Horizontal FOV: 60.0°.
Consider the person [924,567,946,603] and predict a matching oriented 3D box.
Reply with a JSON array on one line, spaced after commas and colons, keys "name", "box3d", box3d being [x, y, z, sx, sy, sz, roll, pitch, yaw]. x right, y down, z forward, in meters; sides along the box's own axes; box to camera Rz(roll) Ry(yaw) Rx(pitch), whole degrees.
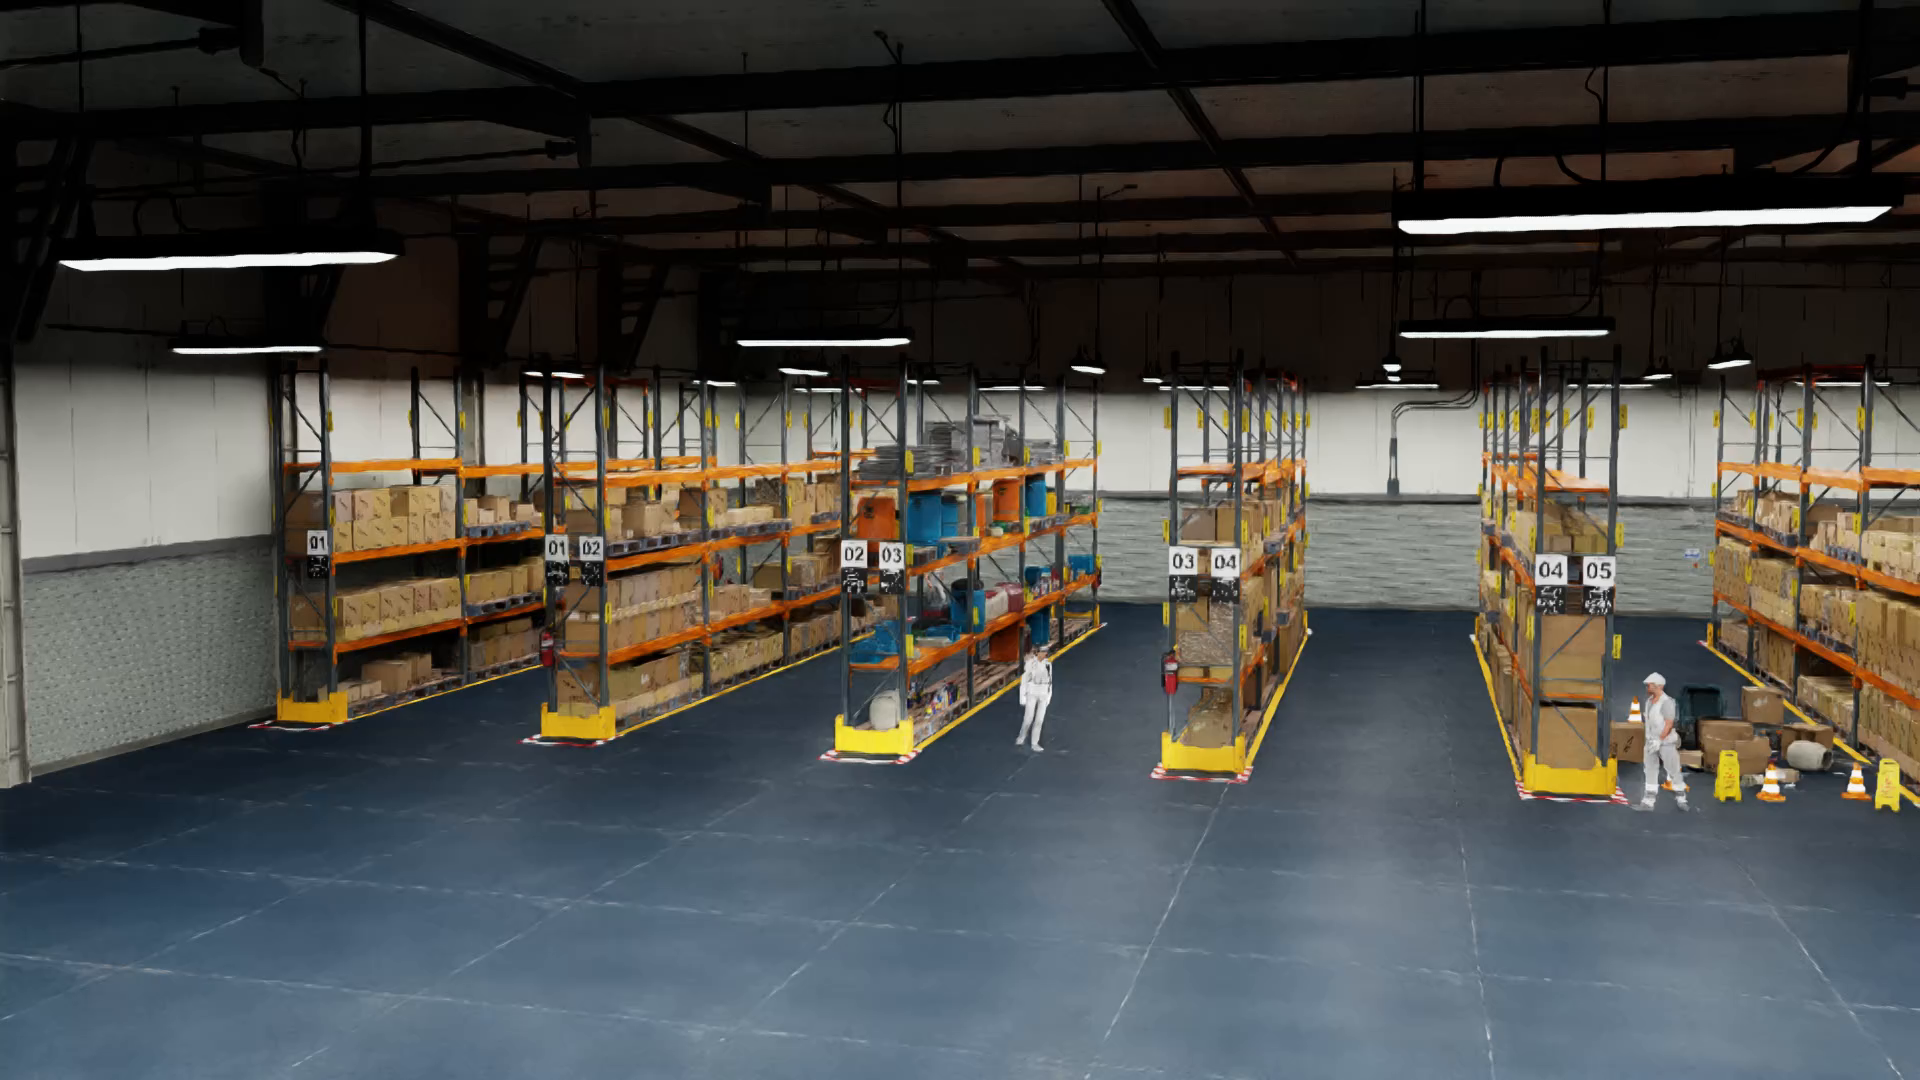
[{"name": "person", "box3d": [-0.640, 1.145, 42.288, 0.555, 1.624, 0.724, -1, 4, -9]}]

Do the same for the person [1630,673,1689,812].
[{"name": "person", "box3d": [8.973, 2.592, 21.279, 0.712, 1.786, 0.551, -1, 4, -17]}]

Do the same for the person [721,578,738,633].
[{"name": "person", "box3d": [-5.093, 1.645, 36.830, 0.566, 1.434, 0.519, 1, 4, 12]}]

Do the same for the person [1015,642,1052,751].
[{"name": "person", "box3d": [1.132, 2.355, 25.278, 0.537, 1.670, 0.516, -2, 4, -22]}]
